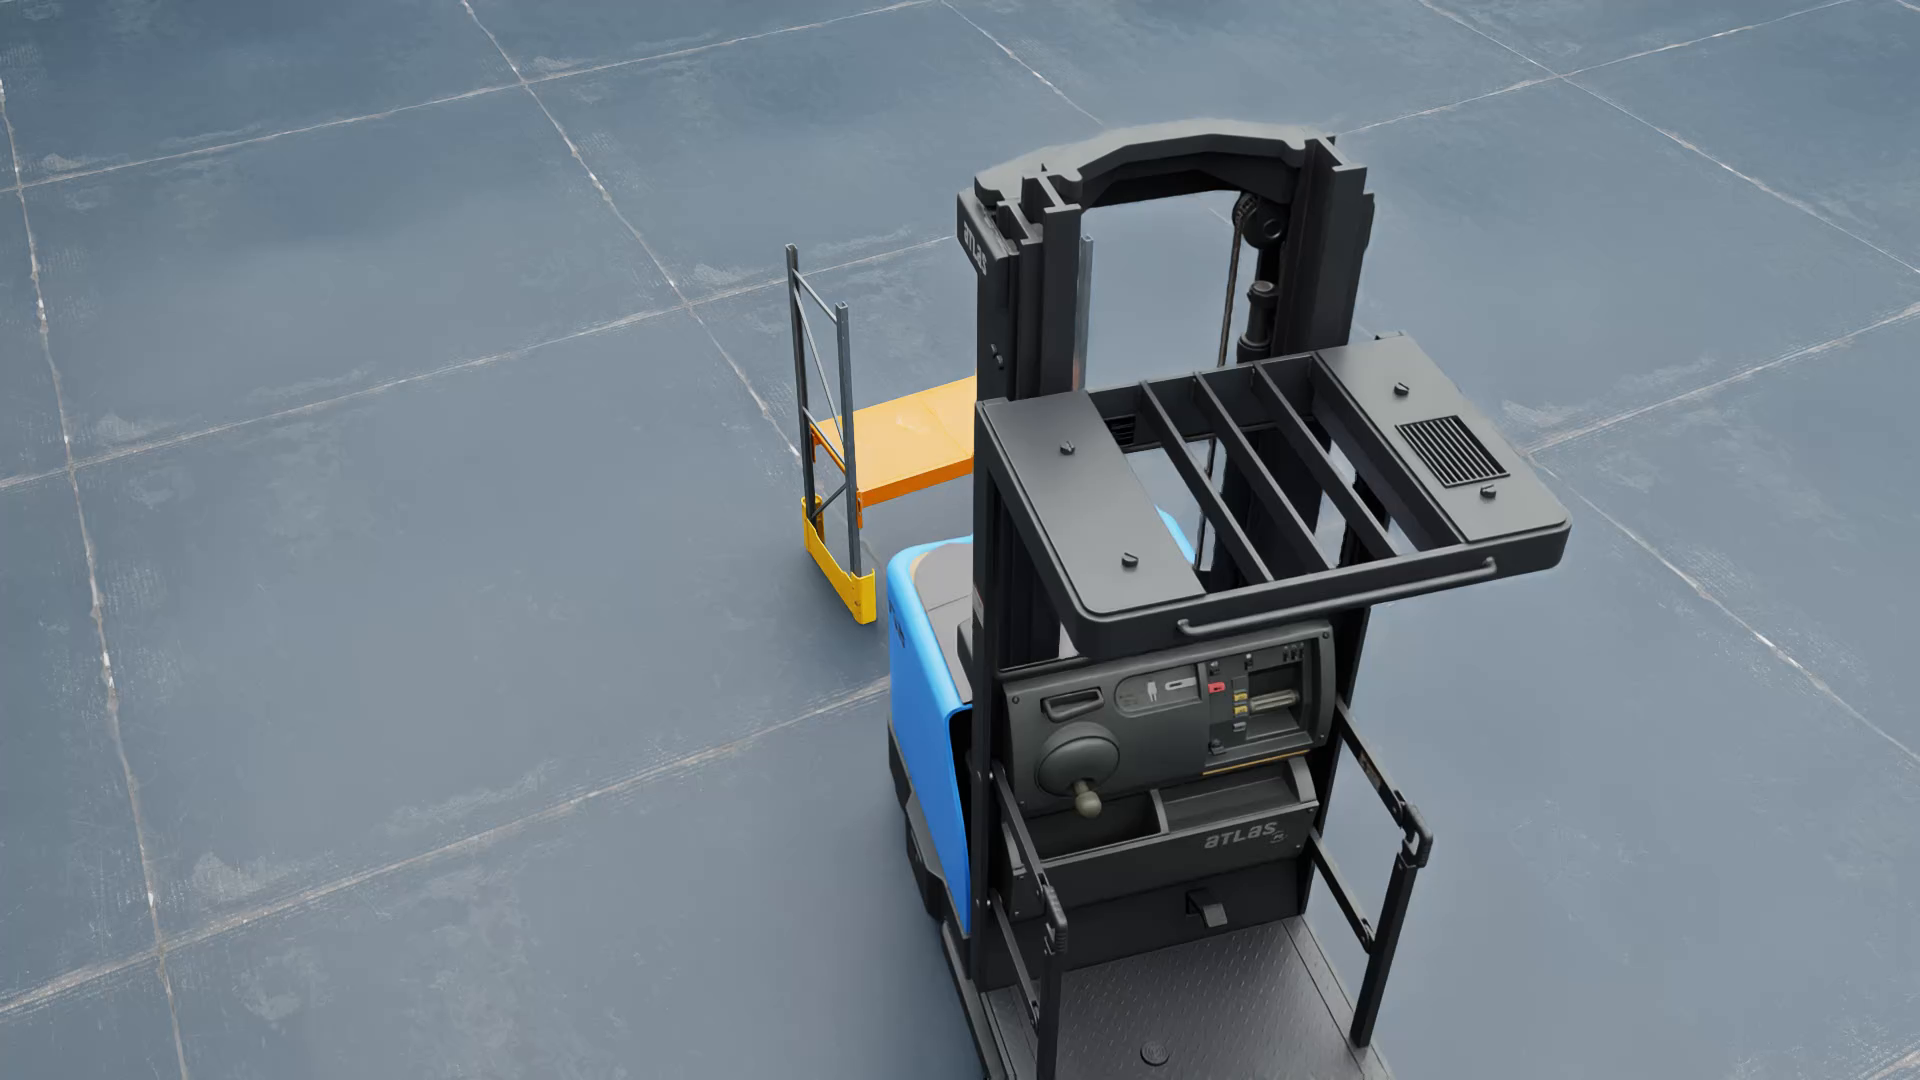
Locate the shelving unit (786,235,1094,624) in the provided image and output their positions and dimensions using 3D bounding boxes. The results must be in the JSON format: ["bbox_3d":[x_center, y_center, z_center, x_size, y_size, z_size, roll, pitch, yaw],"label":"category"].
[{"bbox_3d":[-0.068,-0.550,6.739,1.083,1.500,0.587,-19,44,-21],"label":"shelving unit"}]

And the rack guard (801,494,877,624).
[{"bbox_3d":[-0.509,0.076,6.967,0.087,0.250,0.587,-19,44,-21],"label":"rack guard"}]

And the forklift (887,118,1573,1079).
[{"bbox_3d":[0.636,0.564,4.315,1.130,2.935,3.031,-11,41,-12],"label":"forklift"}]

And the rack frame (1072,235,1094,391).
[{"bbox_3d":[0.375,-0.699,6.915,0.032,1.500,0.500,-19,44,-21],"label":"rack frame"}]

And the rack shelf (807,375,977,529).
[{"bbox_3d":[-0.076,-0.410,6.852,1.000,0.185,0.538,-19,44,-21],"label":"rack shelf"}]

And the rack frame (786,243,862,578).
[{"bbox_3d":[-0.527,-0.395,6.556,0.032,1.500,0.500,-19,44,-21],"label":"rack frame"}]
